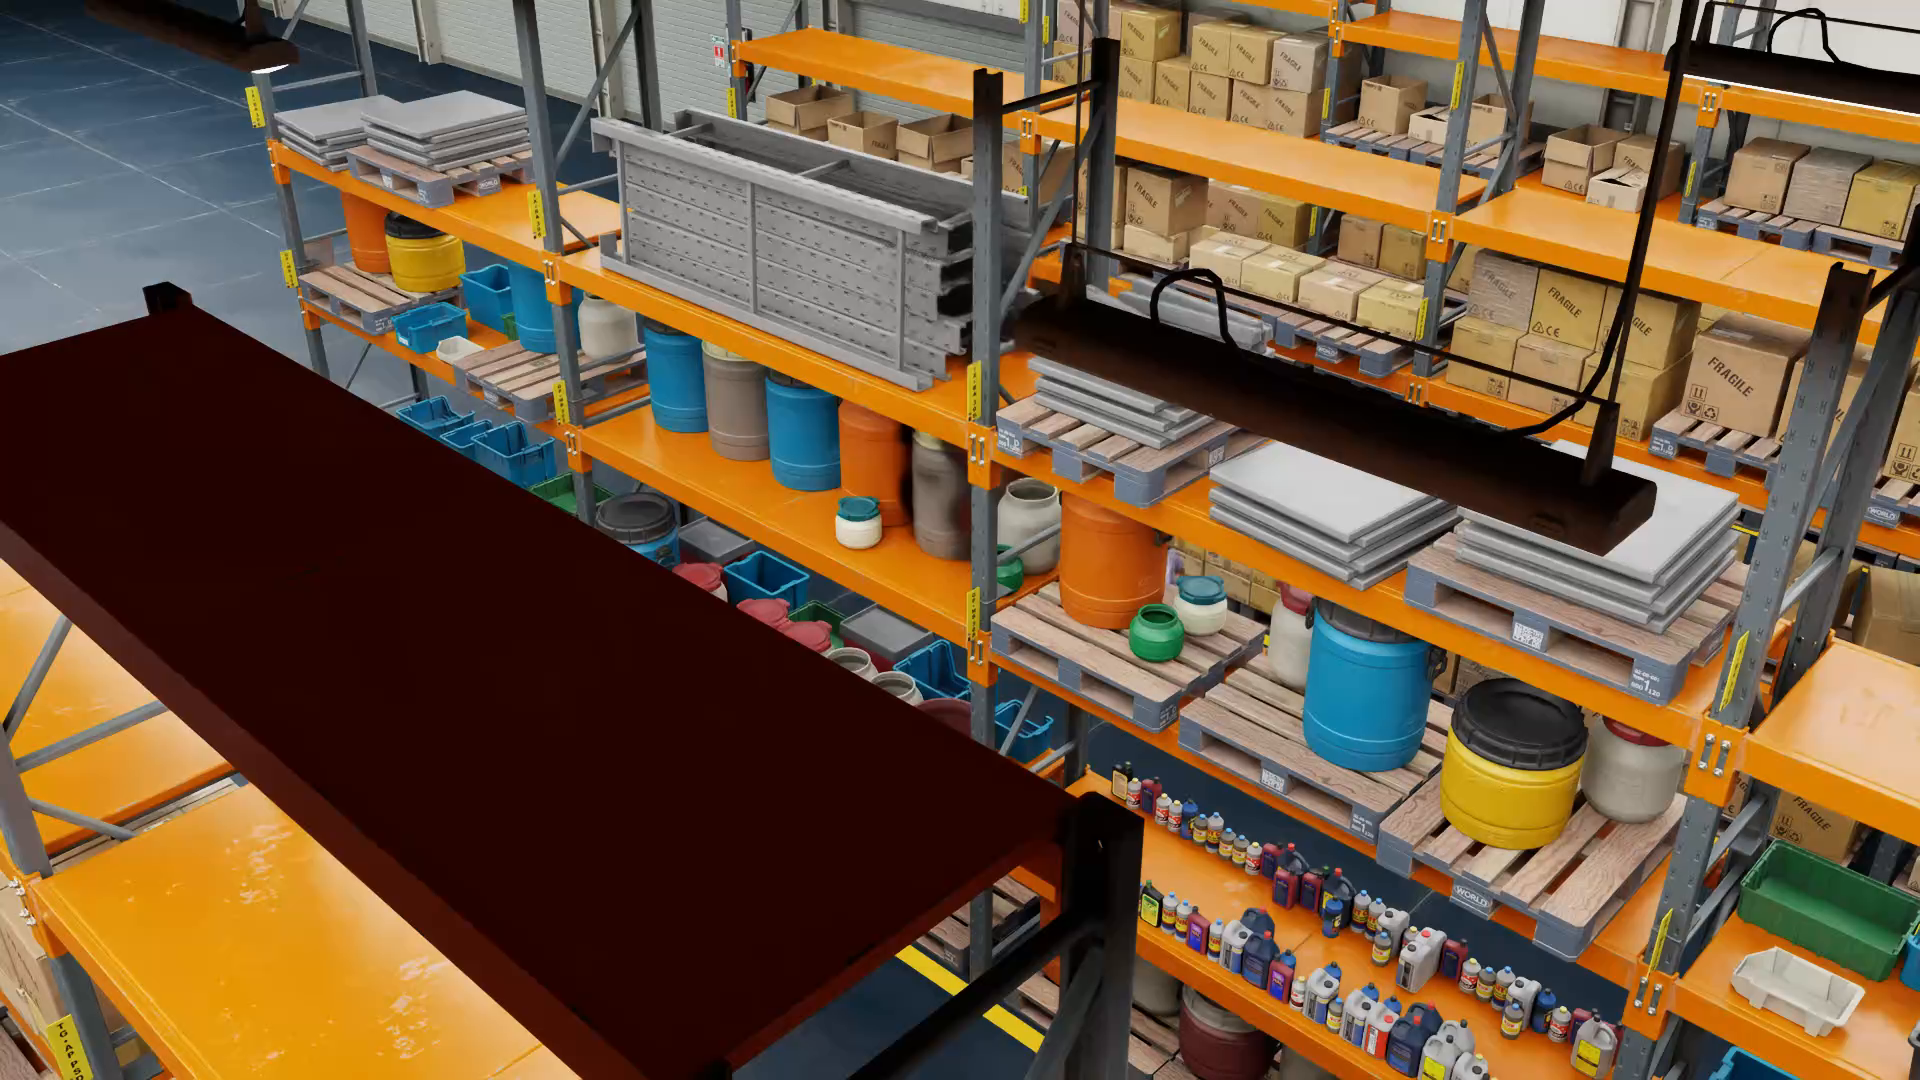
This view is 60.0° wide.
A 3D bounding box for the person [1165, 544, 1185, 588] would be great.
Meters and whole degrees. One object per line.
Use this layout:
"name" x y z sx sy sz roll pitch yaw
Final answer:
"person" 1.669 0.651 13.530 0.776 1.593 0.652 -2 29 -3
